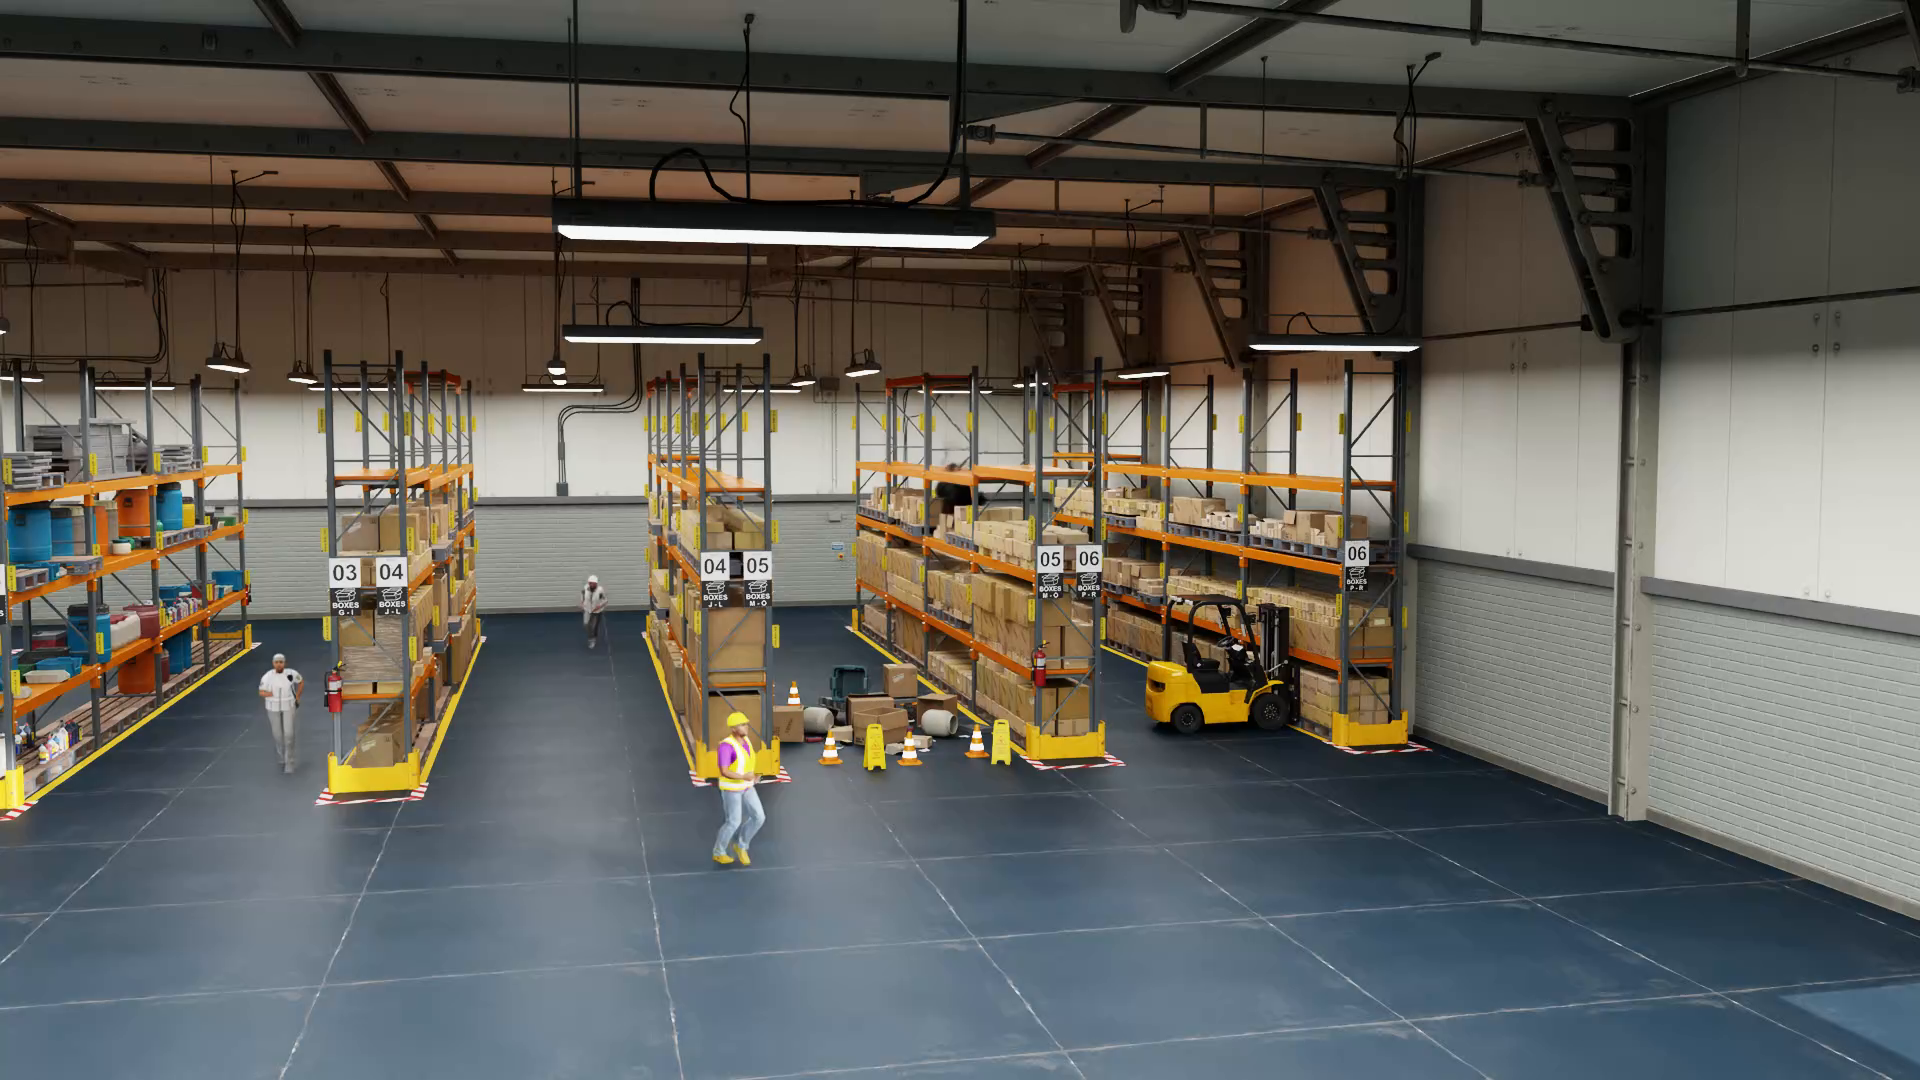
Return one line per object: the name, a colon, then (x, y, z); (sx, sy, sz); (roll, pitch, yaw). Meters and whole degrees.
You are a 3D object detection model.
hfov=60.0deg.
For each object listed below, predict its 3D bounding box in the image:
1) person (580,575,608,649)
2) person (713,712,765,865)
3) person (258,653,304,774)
person: (-8.232, 1.592, 37.509); (0.652, 1.676, 1.010); (0, 4, -2)
person: (-2.479, 2.831, 18.803); (0.695, 1.789, 0.724); (2, 4, 27)
person: (-9.851, 2.496, 24.141); (0.593, 1.722, 0.816); (-1, 4, -15)
